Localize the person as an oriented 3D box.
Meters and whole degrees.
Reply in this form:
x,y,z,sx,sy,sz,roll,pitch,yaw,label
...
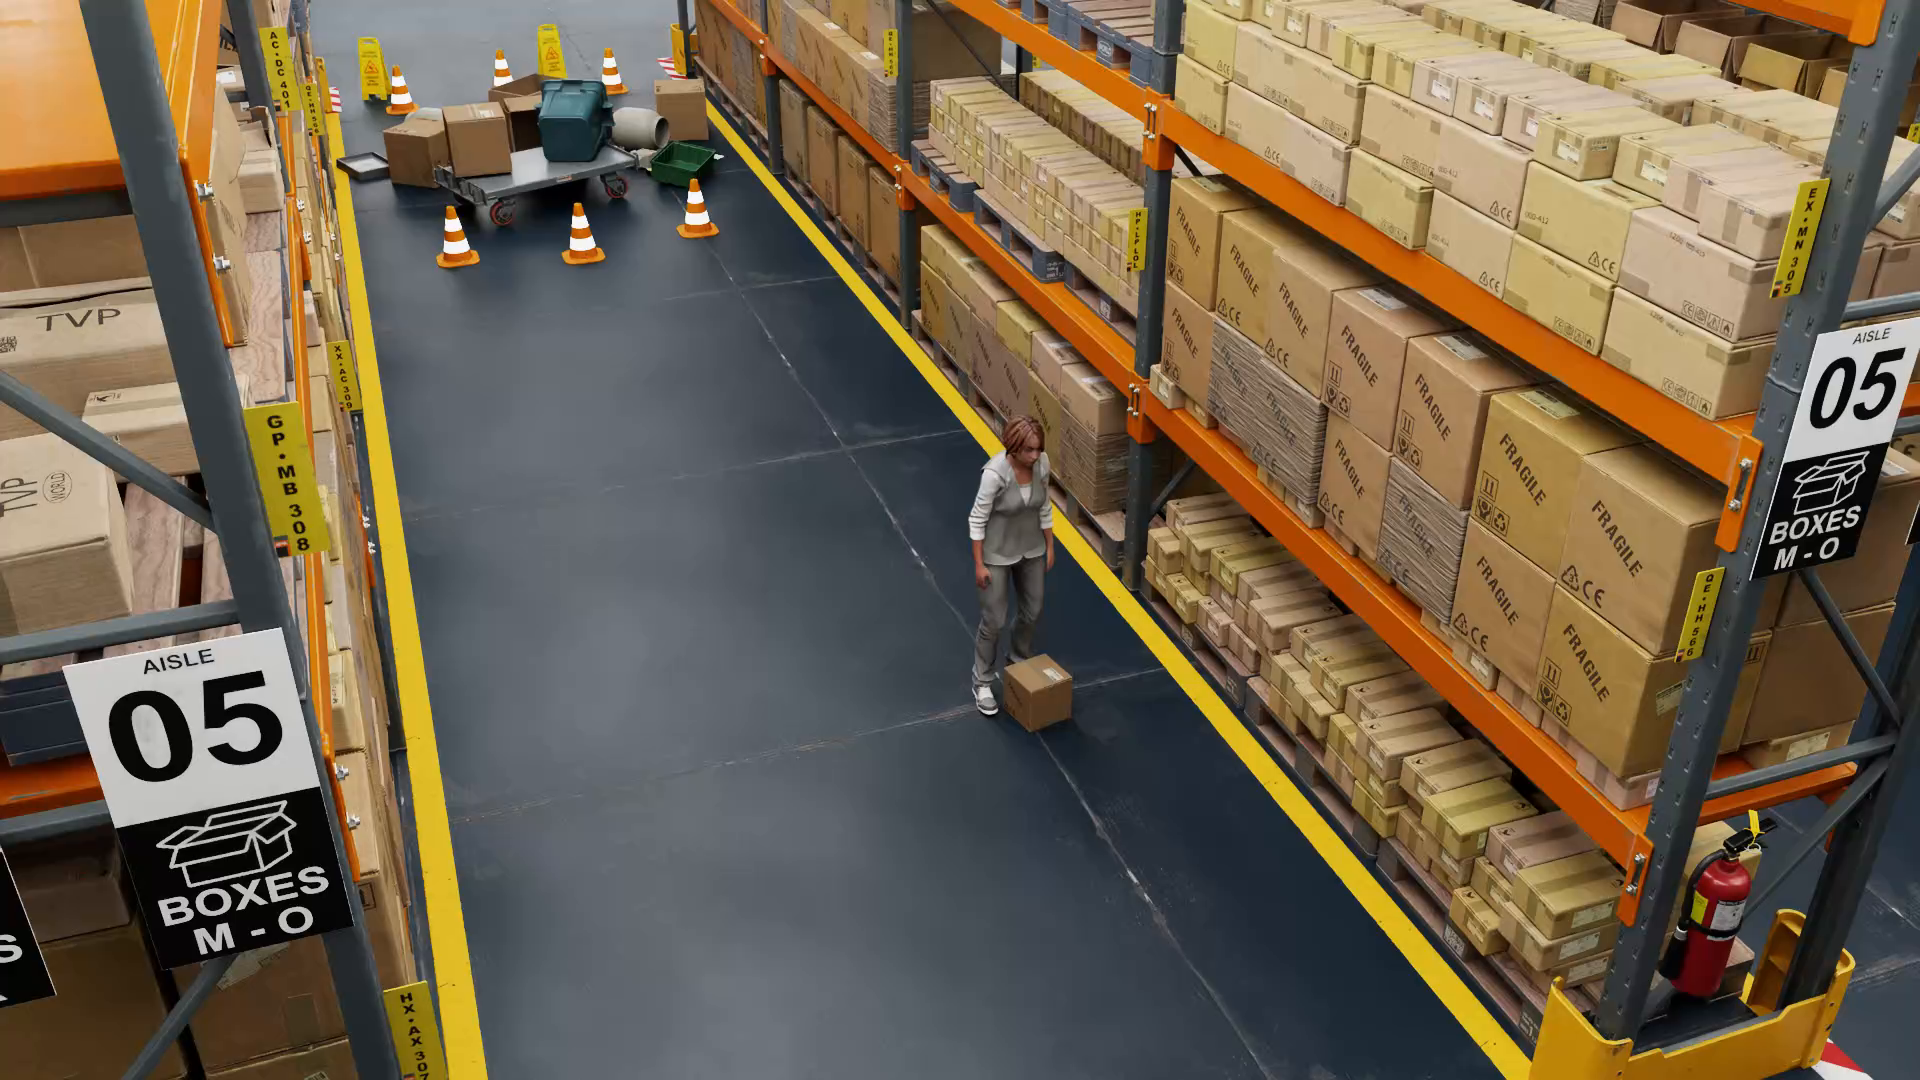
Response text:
x,y,z,sx,sy,sz,roll,pitch,yaw,label
0.260,0.090,8.189,0.468,1.592,0.349,-16,34,-25,person
